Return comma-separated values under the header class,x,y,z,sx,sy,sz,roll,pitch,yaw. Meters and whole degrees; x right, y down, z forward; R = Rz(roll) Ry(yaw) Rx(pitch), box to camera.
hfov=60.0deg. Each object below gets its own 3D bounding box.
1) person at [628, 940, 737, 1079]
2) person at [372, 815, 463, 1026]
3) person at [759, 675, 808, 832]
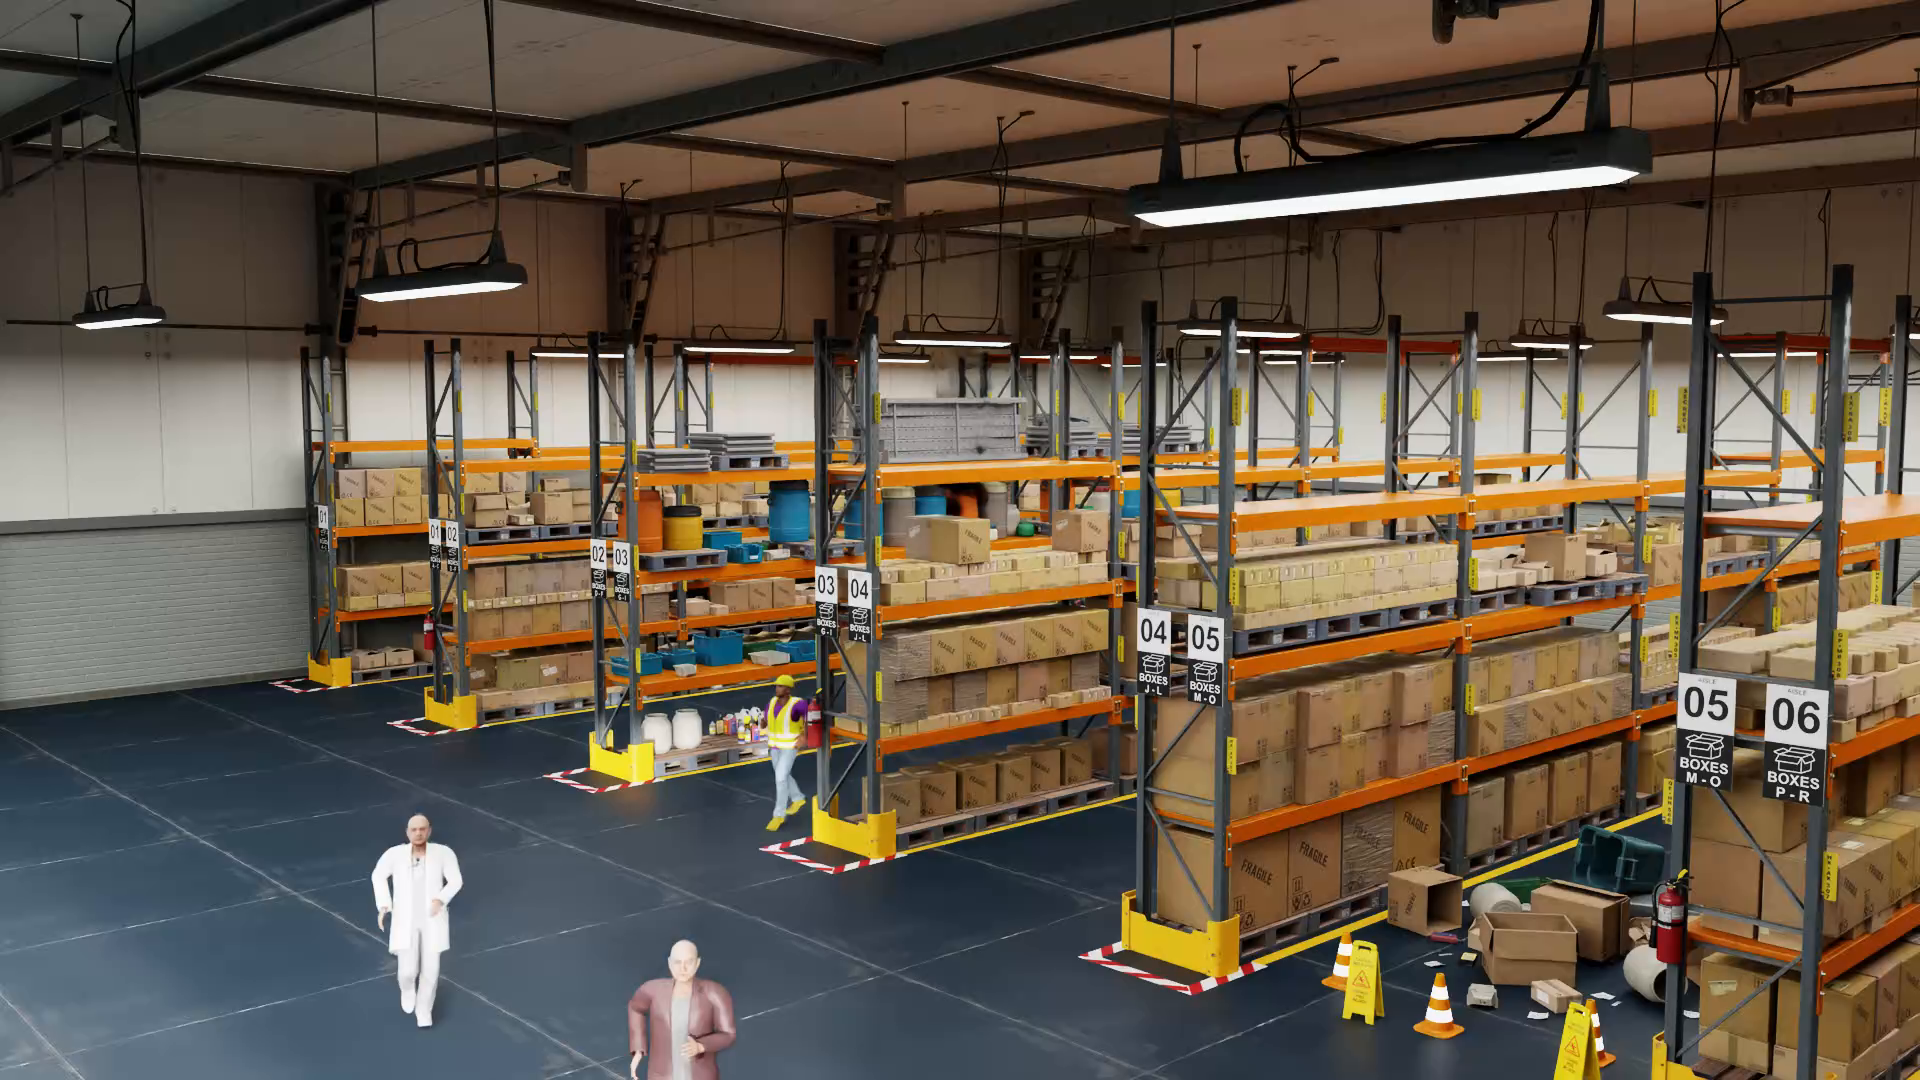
class,x,y,z,sx,sy,sz,roll,pitch,yaw
person,-1.710,3.382,10.265,0.668,1.848,0.831,-1,5,-10
person,-4.405,3.213,13.546,0.704,1.527,0.628,-2,5,-19
person,-2.128,2.515,19.993,0.698,1.812,0.832,4,7,40
